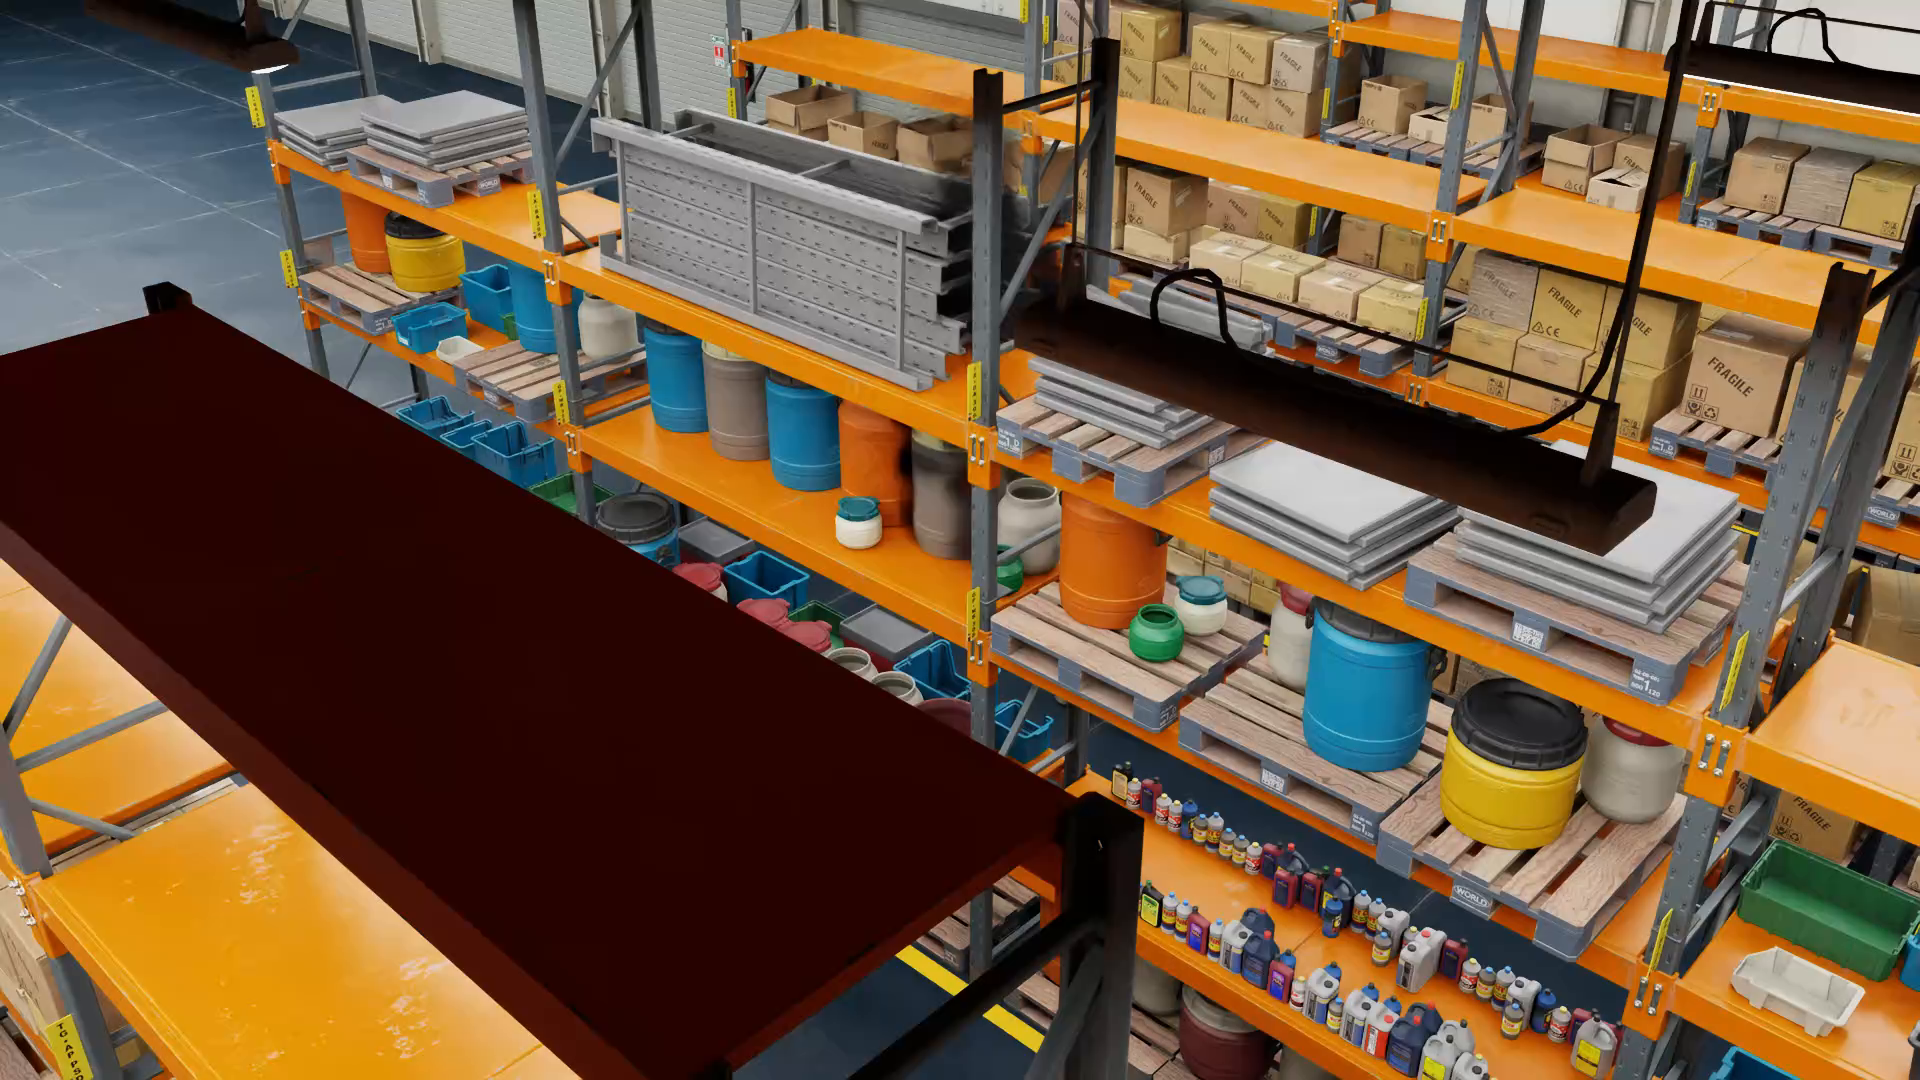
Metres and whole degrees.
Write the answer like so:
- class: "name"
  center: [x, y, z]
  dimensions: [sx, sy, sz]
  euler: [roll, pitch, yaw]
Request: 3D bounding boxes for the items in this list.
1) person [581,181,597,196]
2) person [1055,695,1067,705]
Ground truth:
- class: "person"
  center: [-4.664, -3.681, 21.081]
  dimensions: [0.670, 1.663, 0.703]
  euler: [-13, 32, -22]
- class: "person"
  center: [0.897, 0.612, 13.408]
  dimensions: [0.583, 1.720, 0.700]
  euler: [24, 37, 36]
